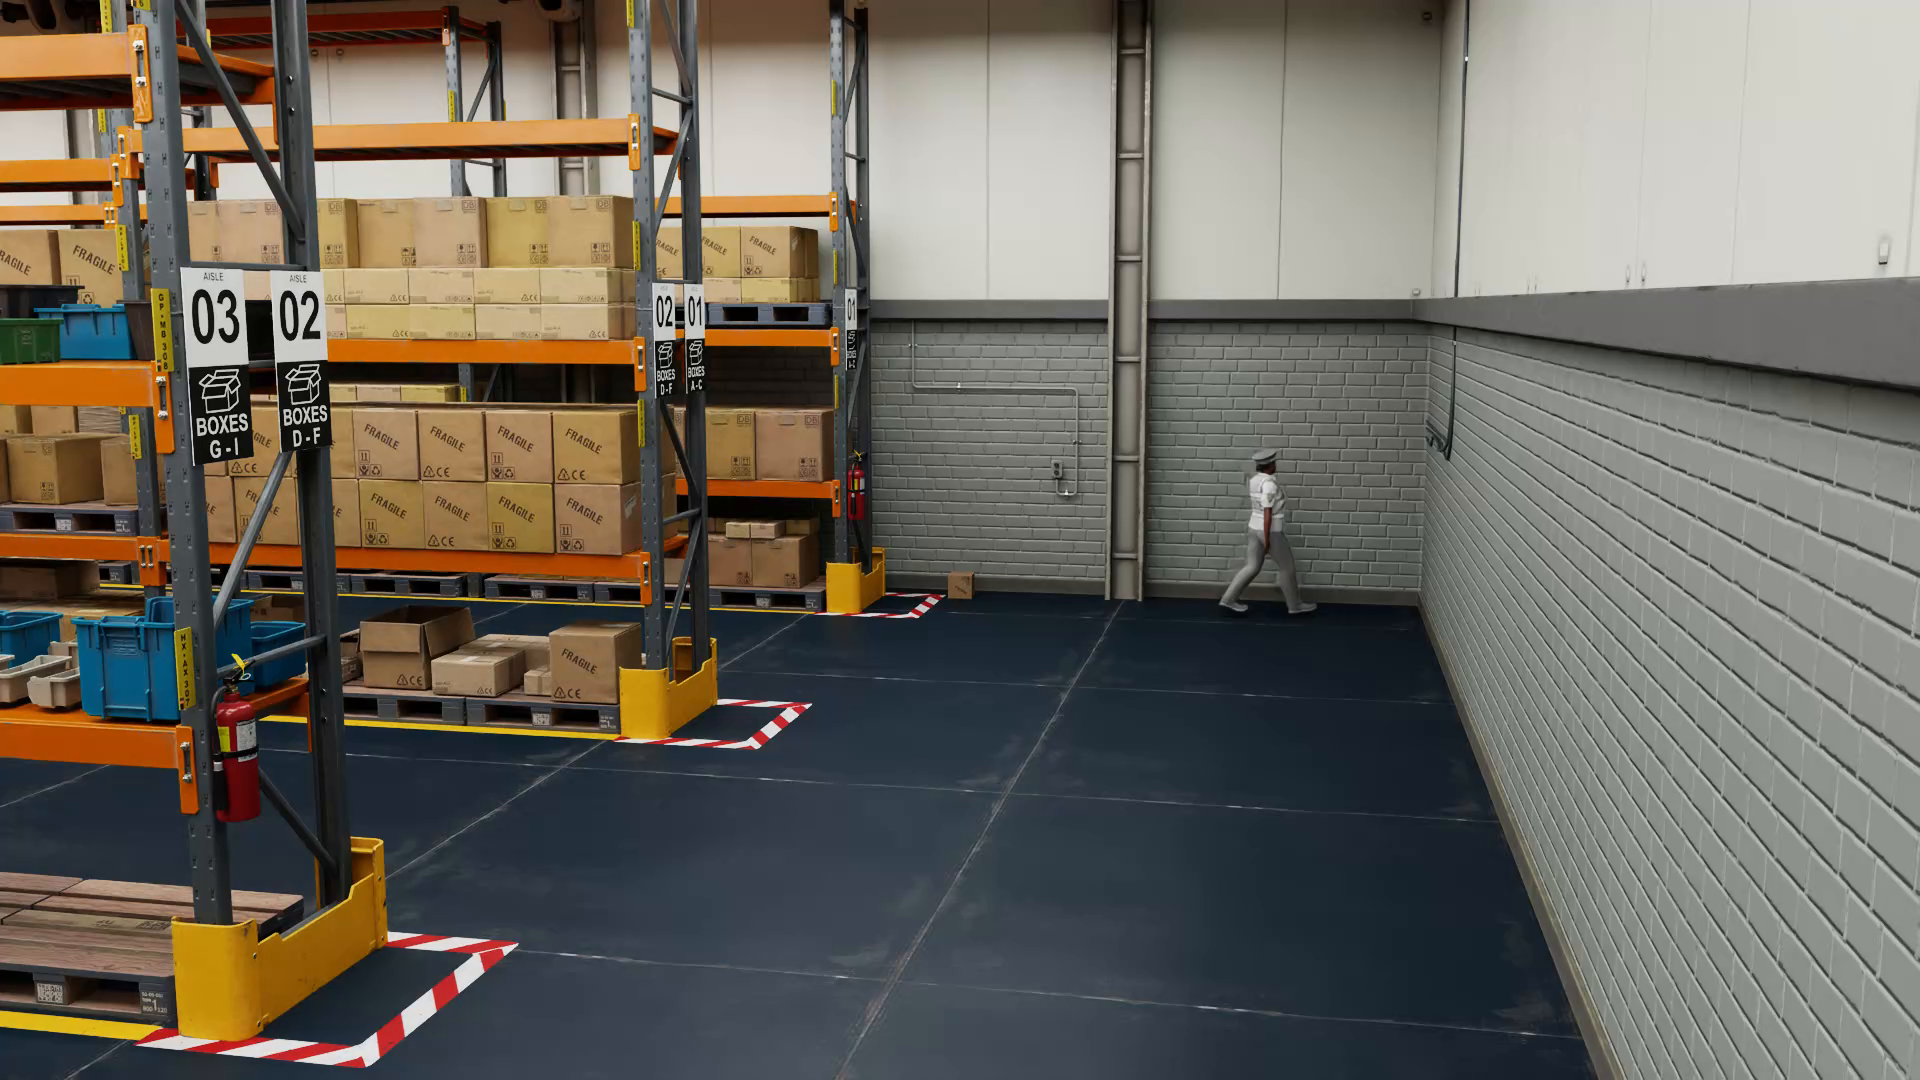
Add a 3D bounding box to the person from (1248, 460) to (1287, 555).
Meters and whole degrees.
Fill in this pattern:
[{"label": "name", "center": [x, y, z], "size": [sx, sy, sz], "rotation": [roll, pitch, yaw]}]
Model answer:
[{"label": "person", "center": [3.023, -0.377, 16.306], "size": [0.342, 0.994, 0.489], "rotation": [-2, 8, -17]}]
